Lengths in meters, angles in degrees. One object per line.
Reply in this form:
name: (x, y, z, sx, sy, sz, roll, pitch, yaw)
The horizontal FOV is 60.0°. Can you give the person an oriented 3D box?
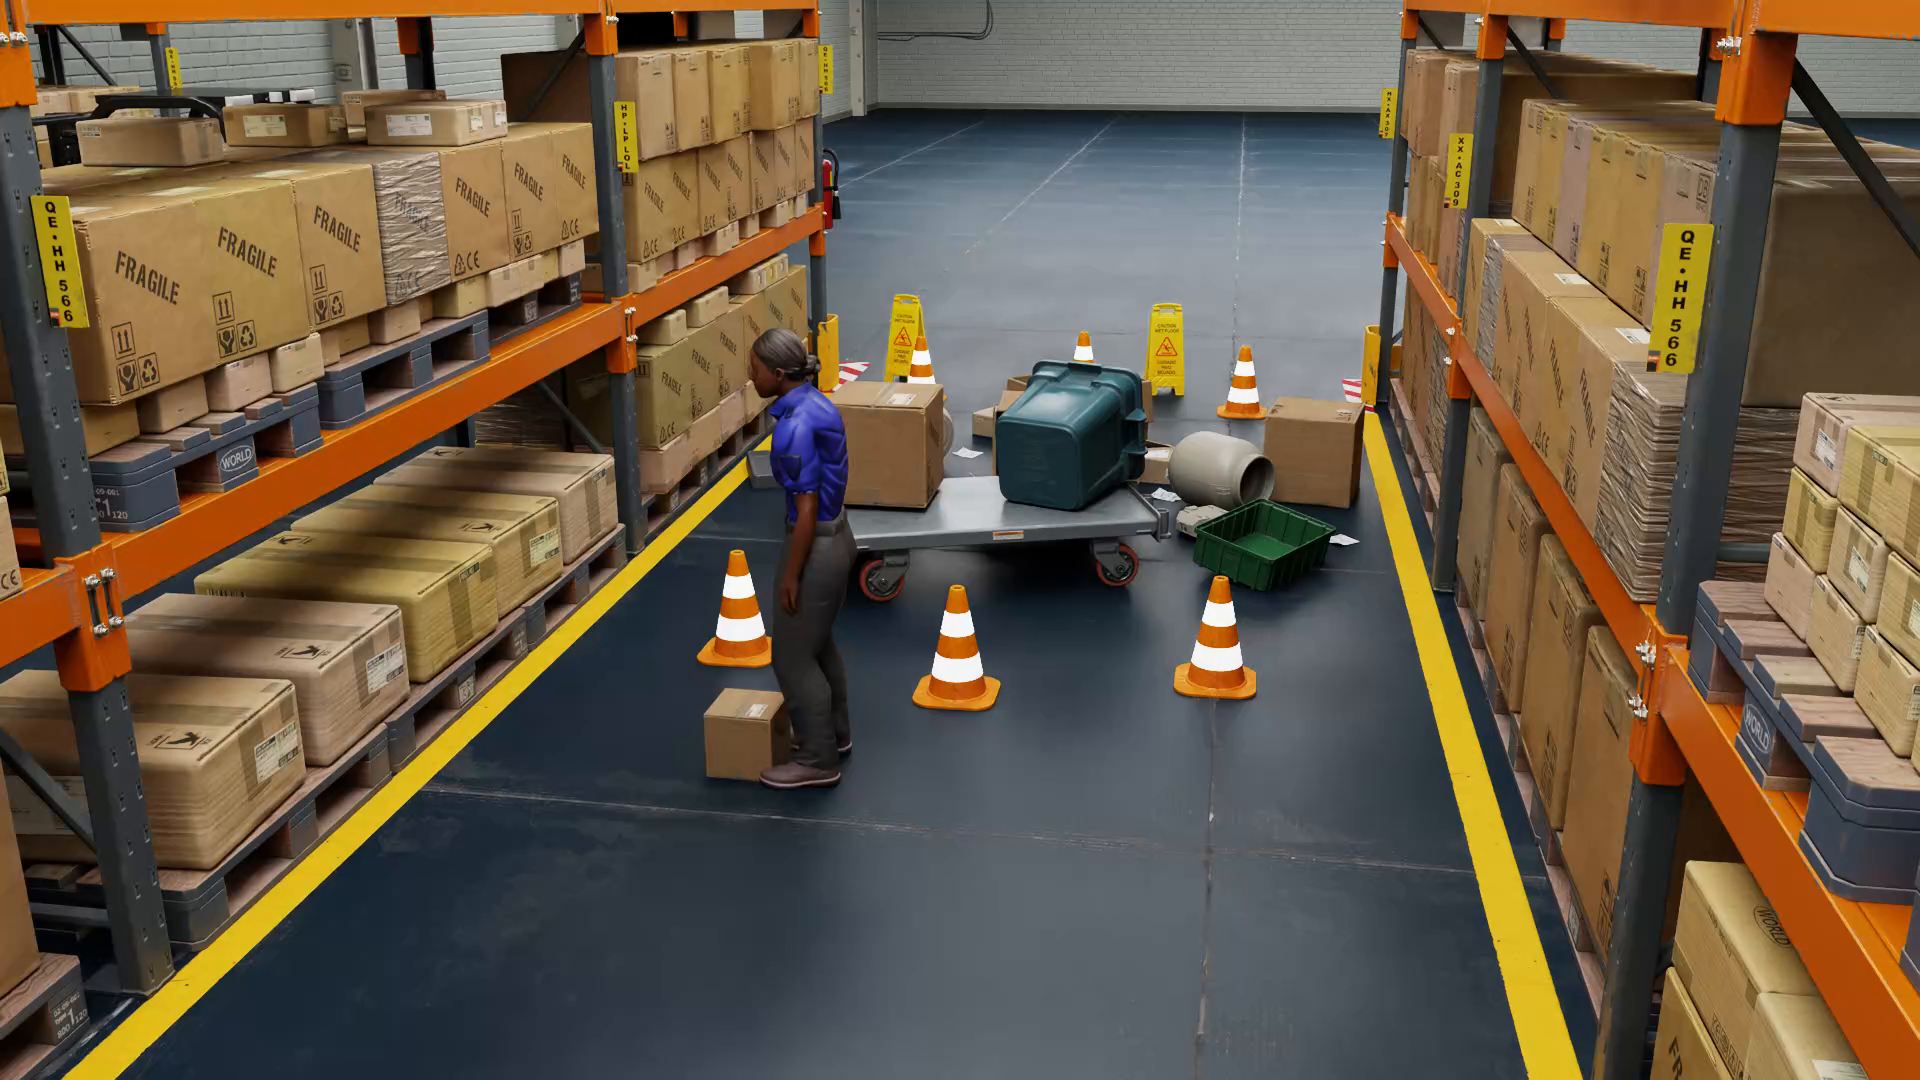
person: (-0.546, 0.058, 5.887, 0.348, 1.653, 0.522, 2, 18, 6)
